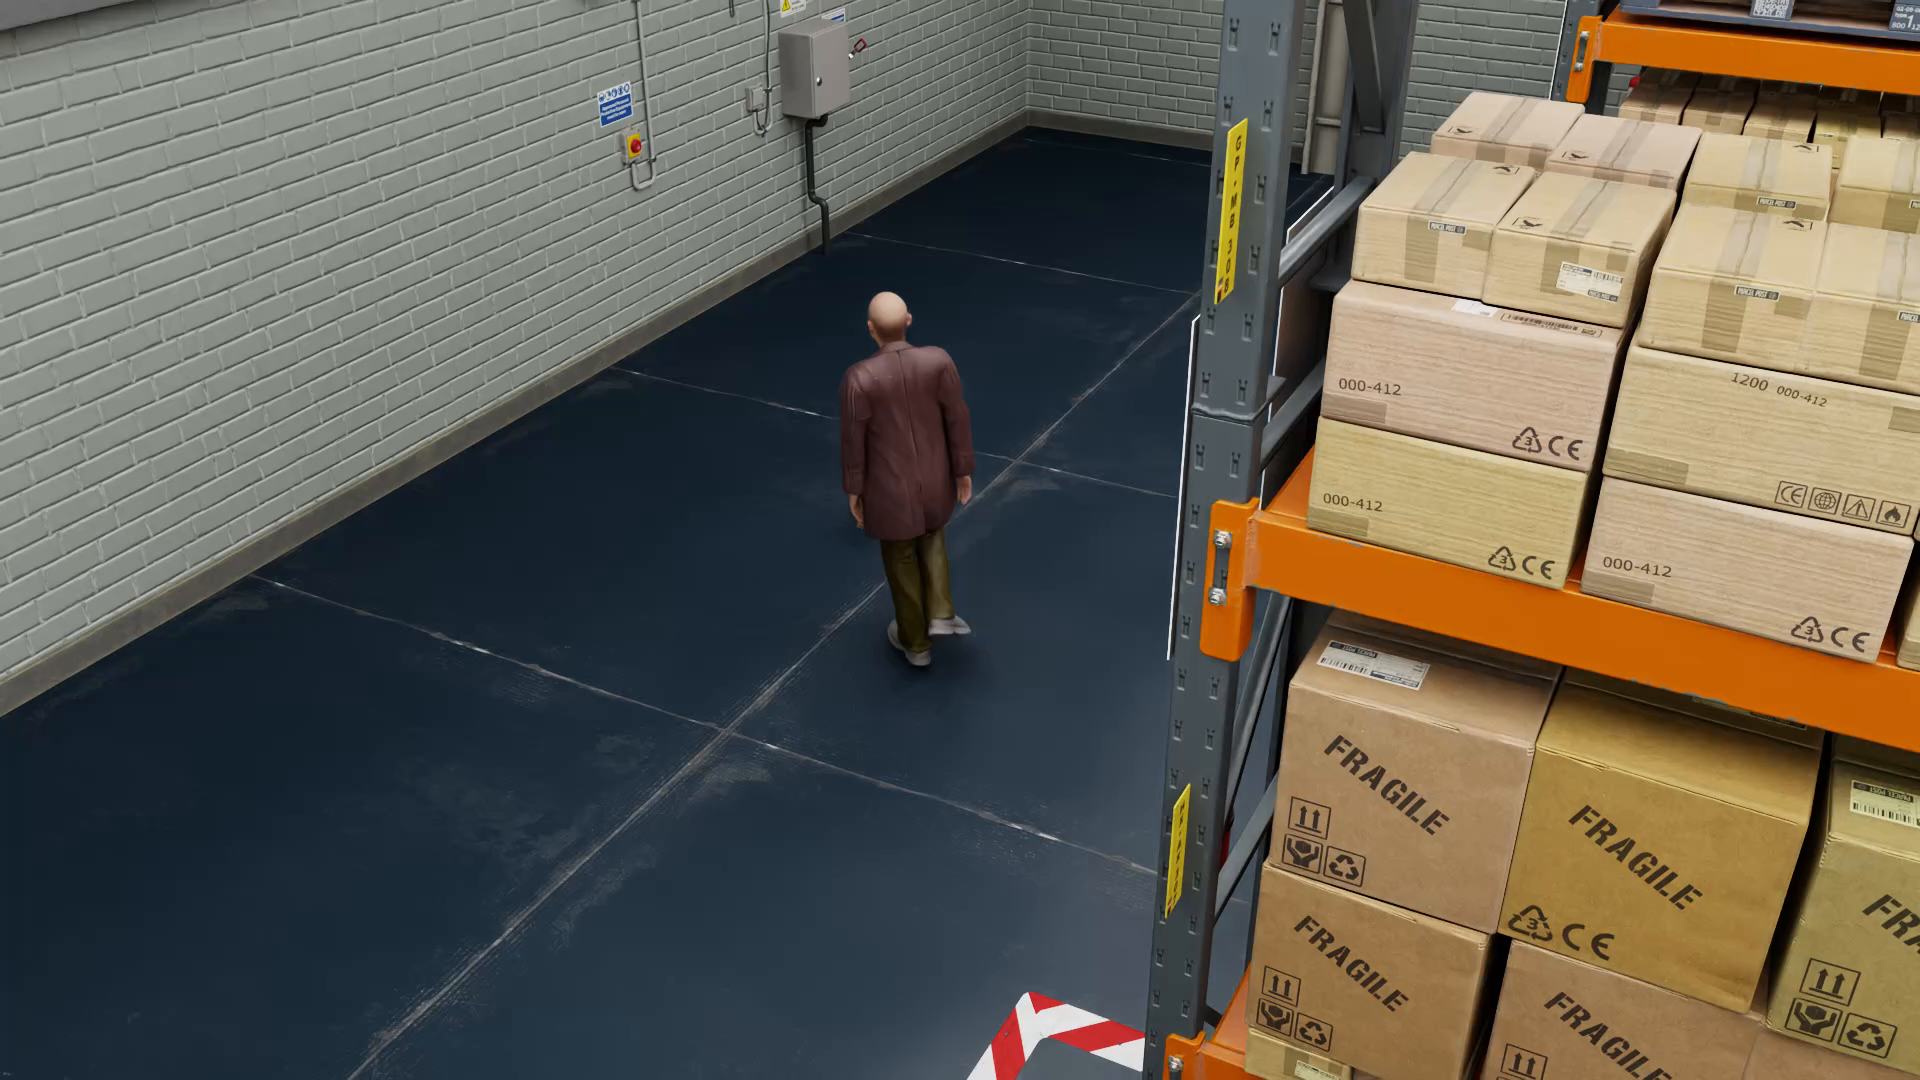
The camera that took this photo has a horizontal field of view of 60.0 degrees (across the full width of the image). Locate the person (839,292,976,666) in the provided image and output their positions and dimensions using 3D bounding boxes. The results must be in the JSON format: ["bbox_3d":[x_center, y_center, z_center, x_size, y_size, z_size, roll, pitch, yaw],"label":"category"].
[{"bbox_3d":[-0.234,-0.258,7.560,0.608,1.770,0.539,-12,32,-20],"label":"person"}]
